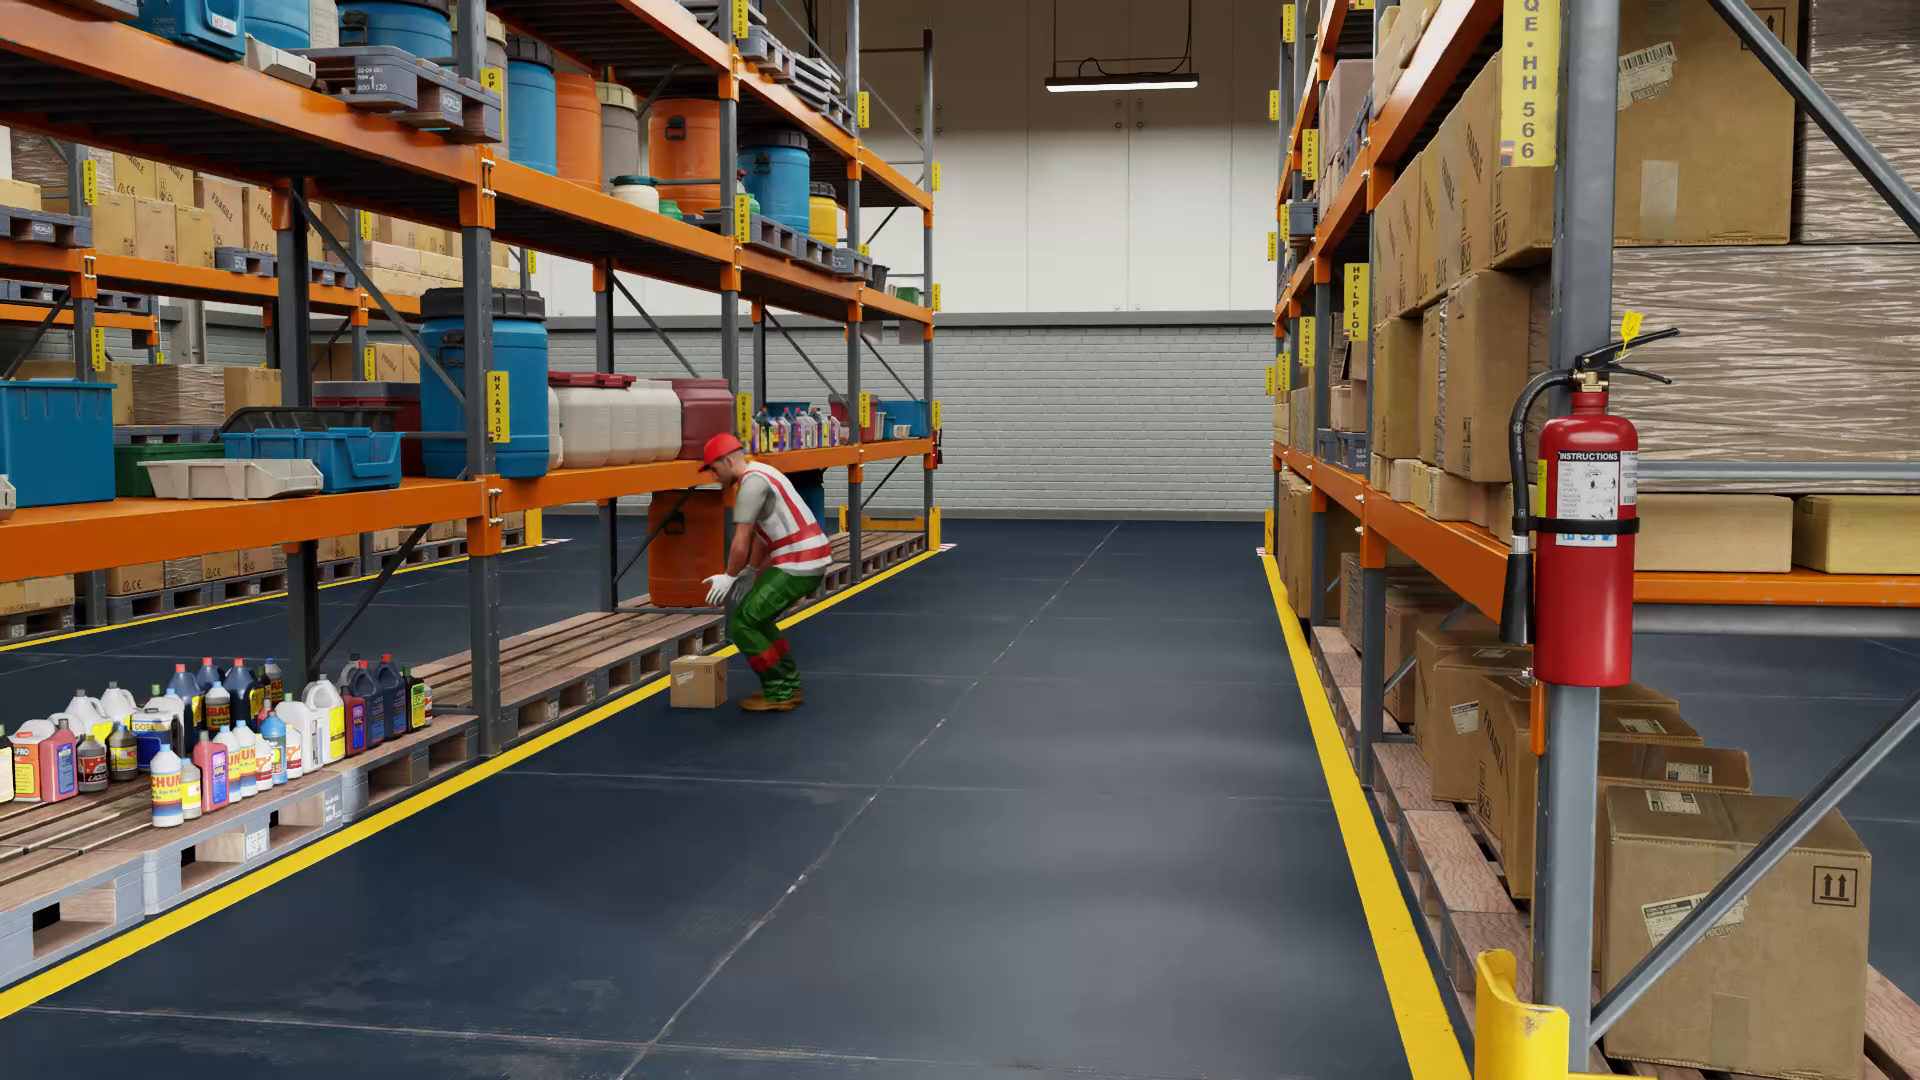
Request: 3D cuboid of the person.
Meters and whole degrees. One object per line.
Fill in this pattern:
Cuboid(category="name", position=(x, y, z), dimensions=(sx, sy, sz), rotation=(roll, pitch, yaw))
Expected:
Cuboid(category="person", position=(-1.096, 0.277, 9.079), dimensions=(0.819, 1.290, 0.583), rotation=(1, 4, 9))
